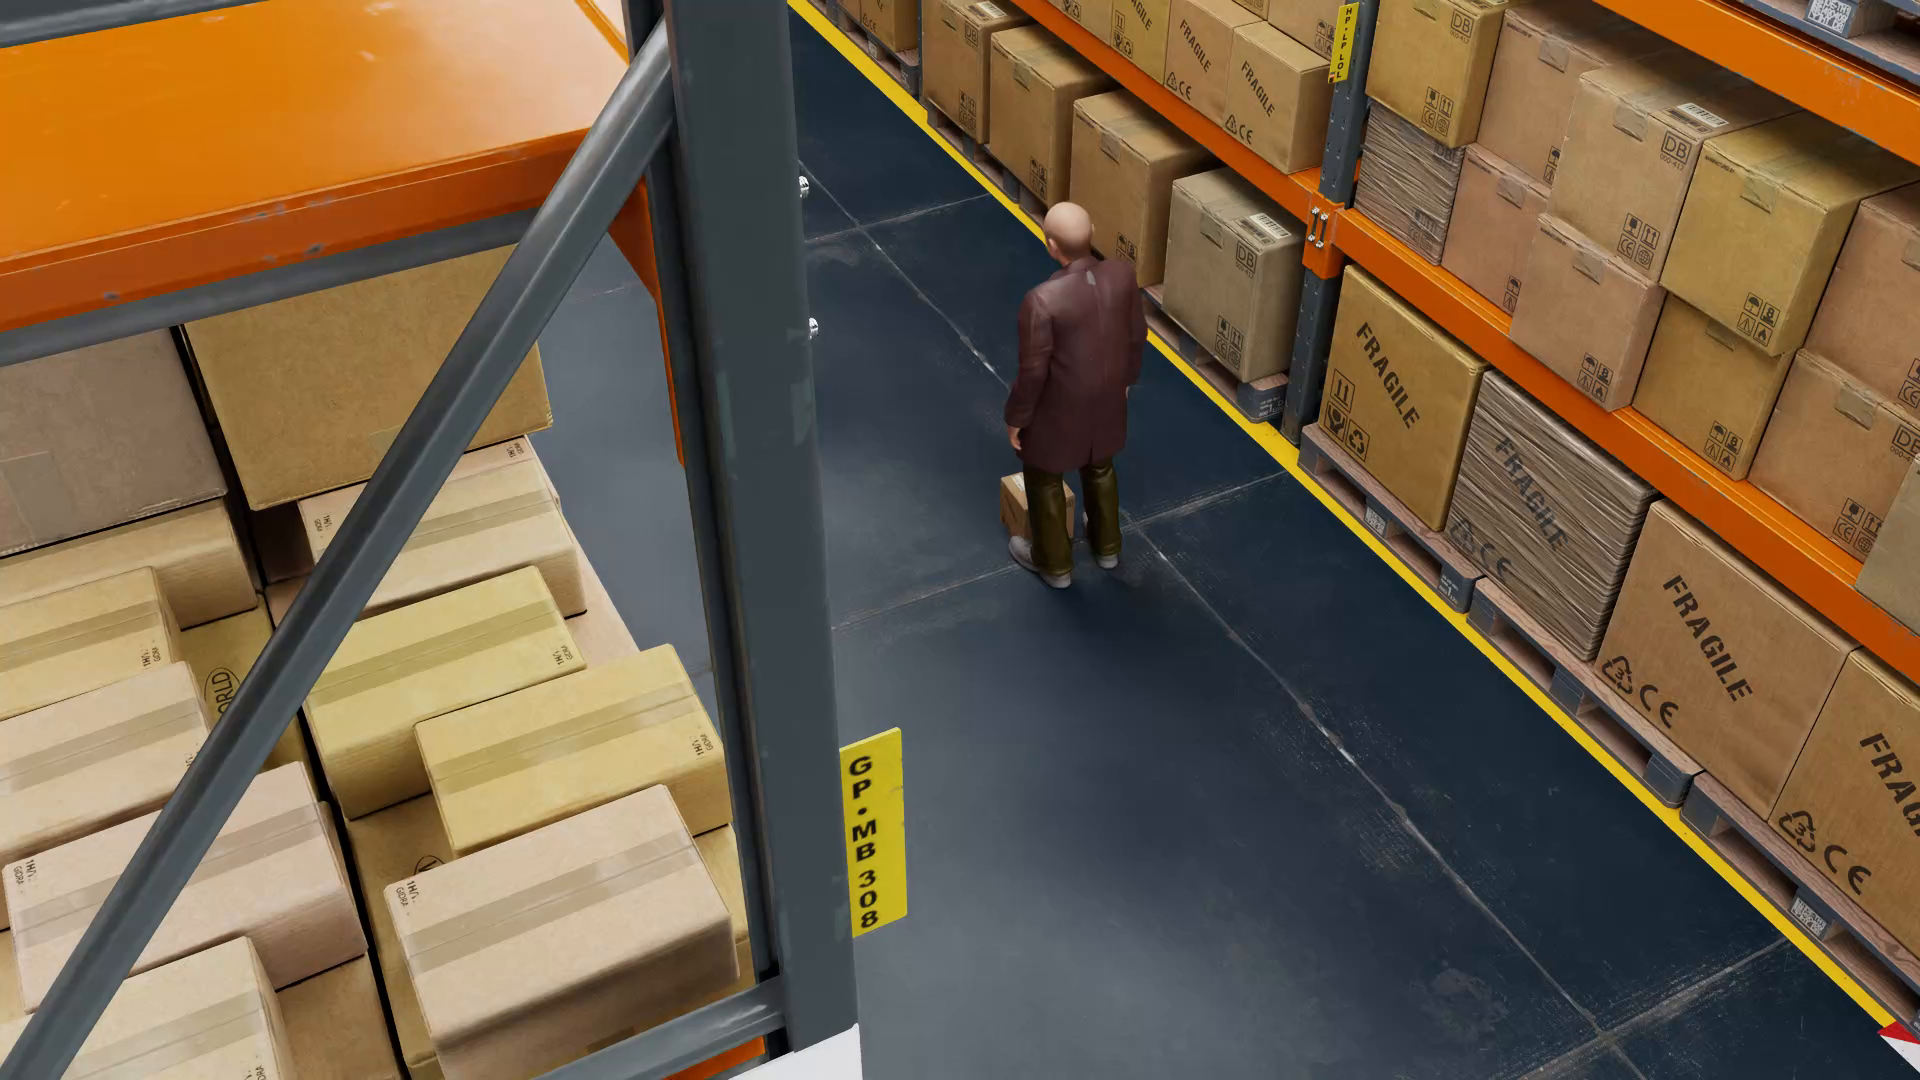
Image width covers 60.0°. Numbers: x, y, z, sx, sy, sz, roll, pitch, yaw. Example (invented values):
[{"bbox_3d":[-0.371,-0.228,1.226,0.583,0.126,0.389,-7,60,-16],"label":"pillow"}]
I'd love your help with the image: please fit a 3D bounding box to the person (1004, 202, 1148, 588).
[{"bbox_3d":[0.459,-0.524,6.879,0.648,1.642,0.429,-21,45,-23],"label":"person"}]
